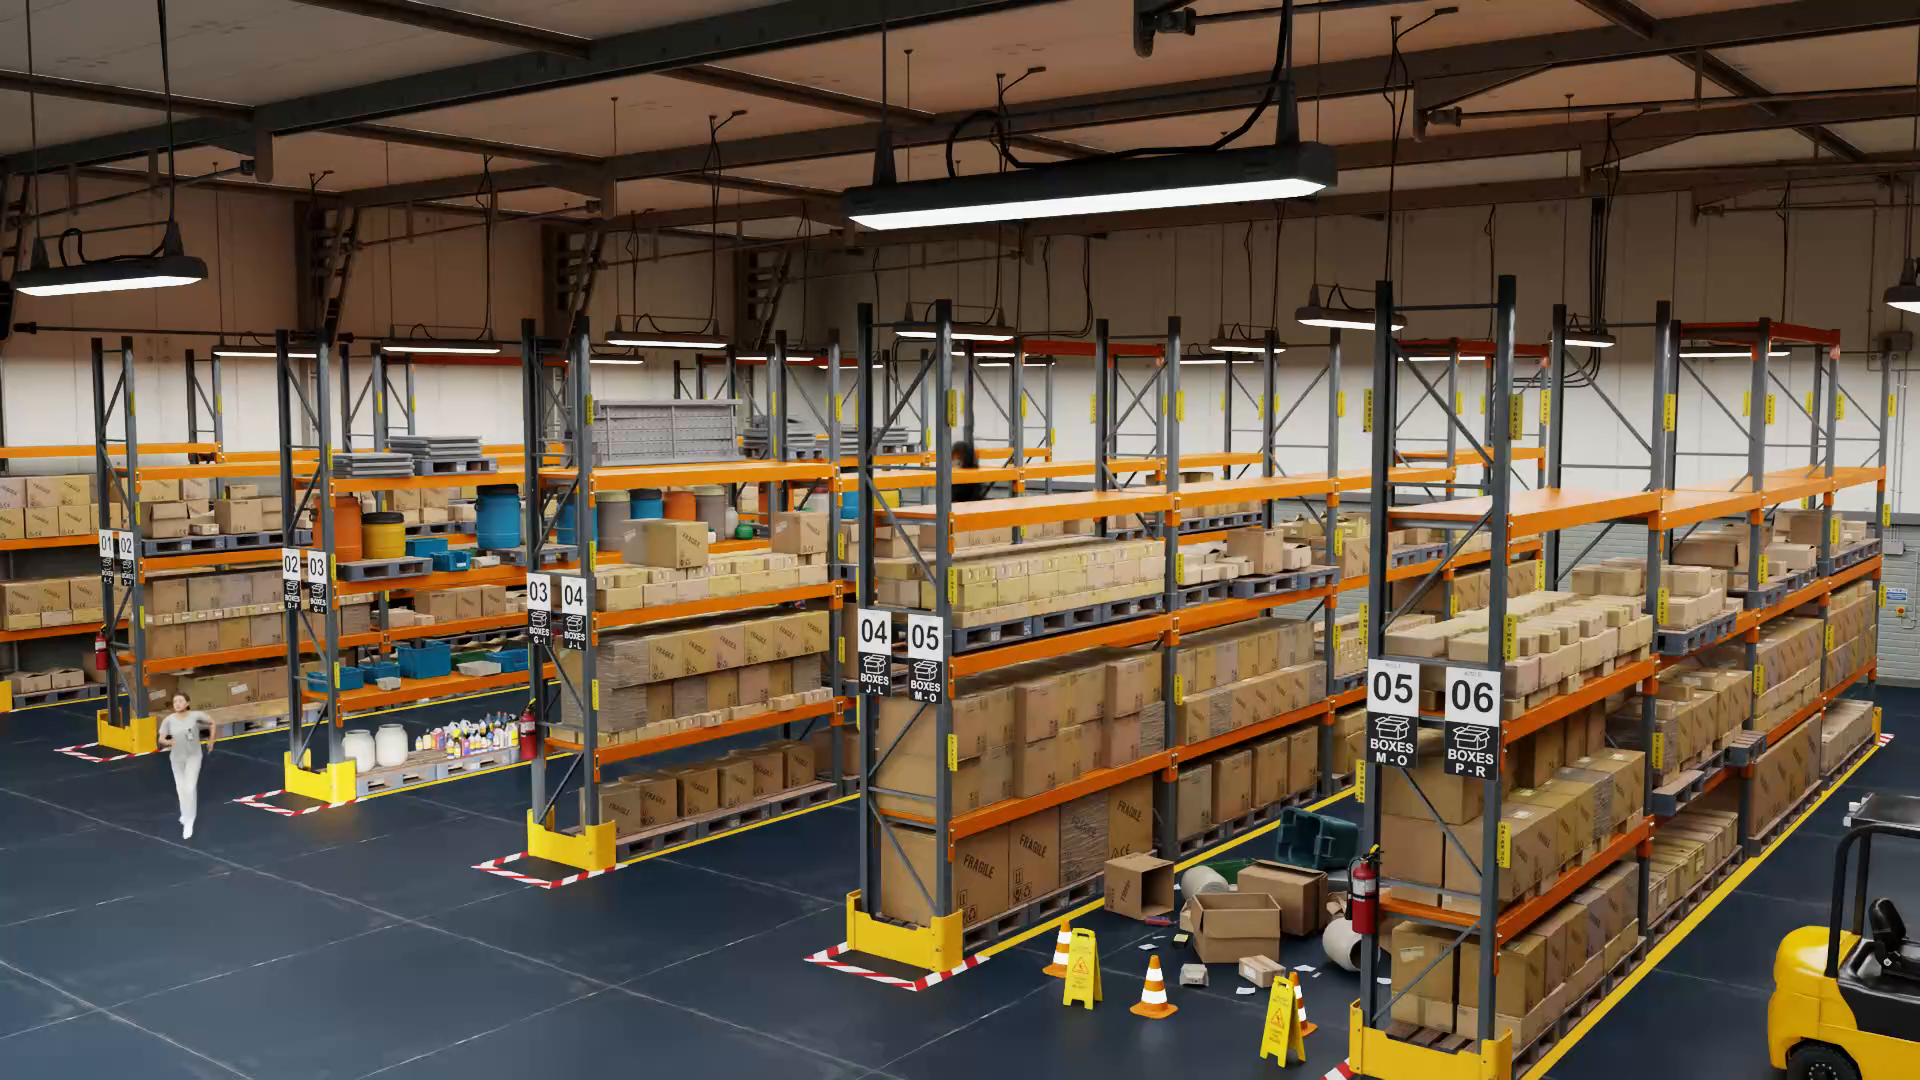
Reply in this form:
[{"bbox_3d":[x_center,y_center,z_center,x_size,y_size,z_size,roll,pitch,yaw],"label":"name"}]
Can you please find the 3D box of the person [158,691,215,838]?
[{"bbox_3d":[-9.142,2.625,19.697,0.573,1.712,0.880,-1,5,-11],"label":"person"}]
